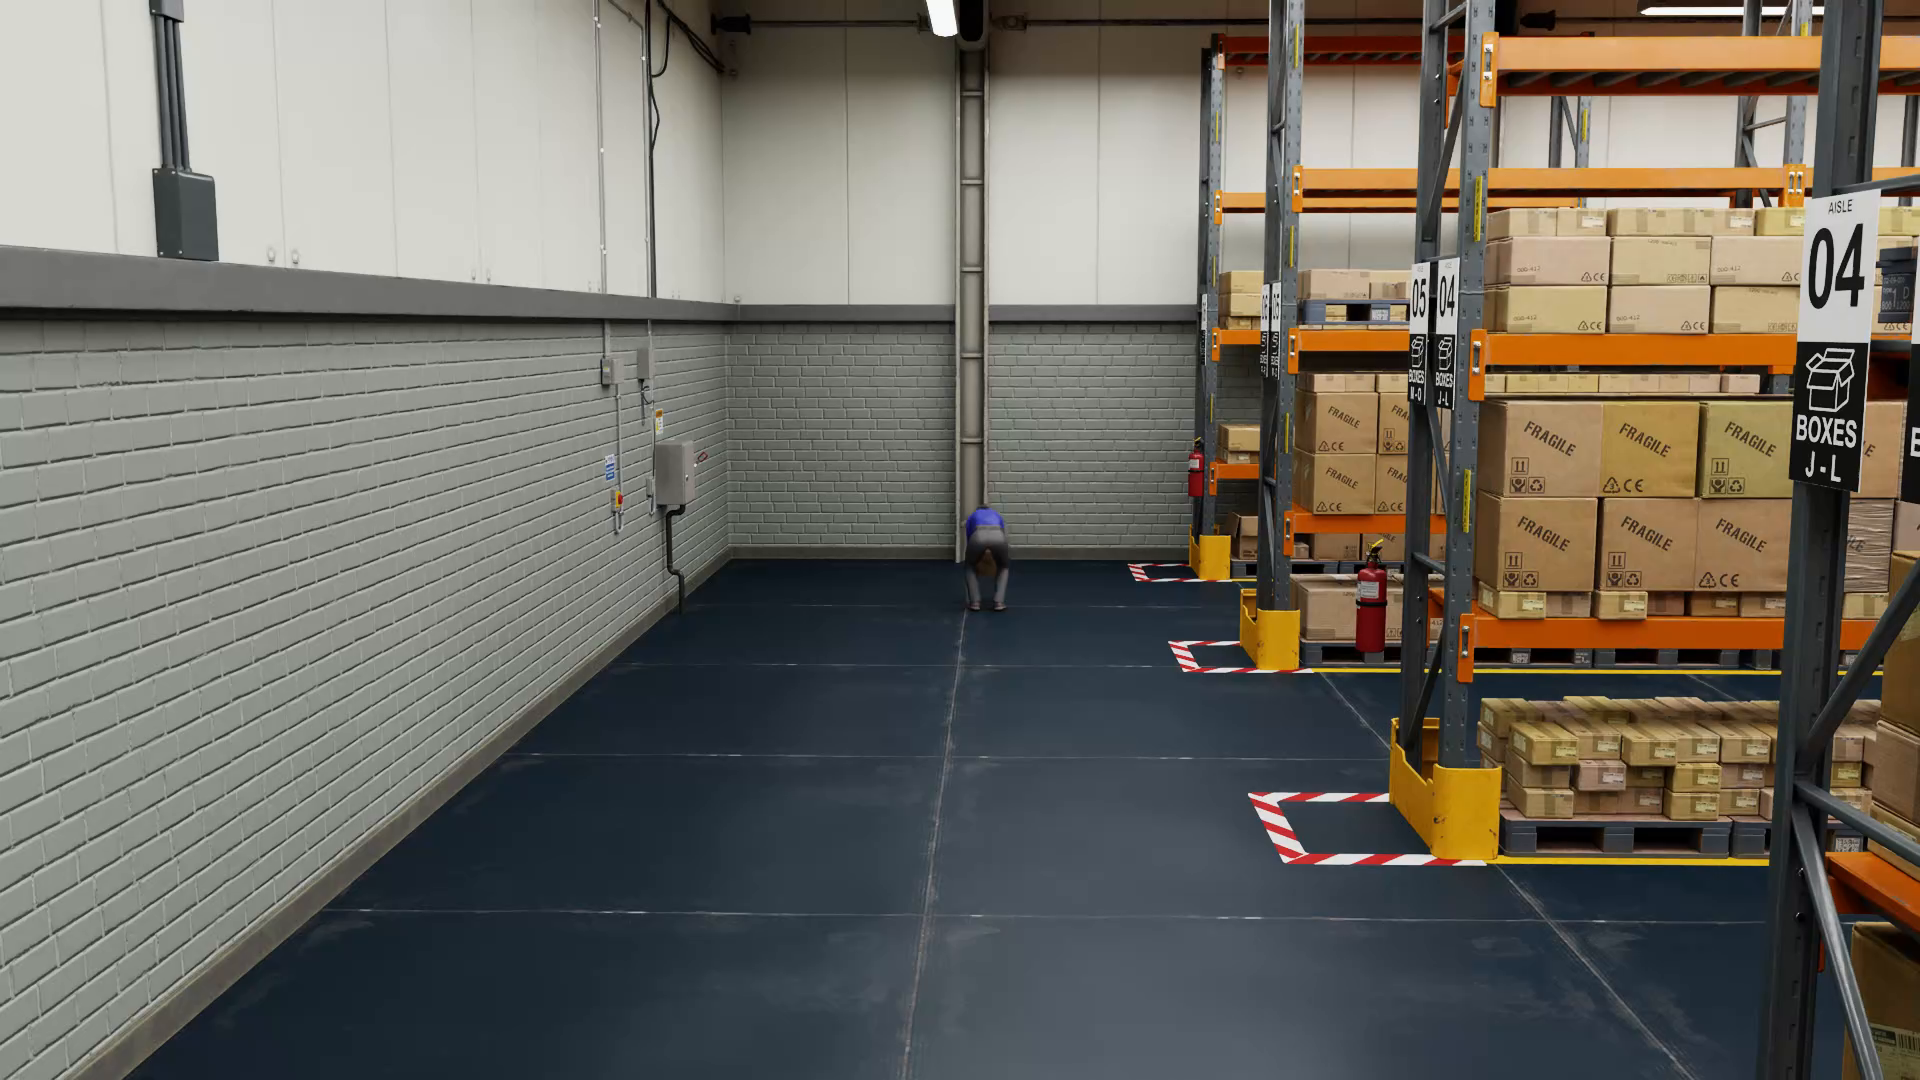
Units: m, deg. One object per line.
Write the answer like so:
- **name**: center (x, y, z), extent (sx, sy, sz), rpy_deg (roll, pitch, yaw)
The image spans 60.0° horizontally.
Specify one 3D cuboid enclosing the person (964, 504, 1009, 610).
- **person**: center (0.269, 0.173, 16.943), extent (0.460, 1.027, 0.861), rpy_deg (0, 7, -2)
